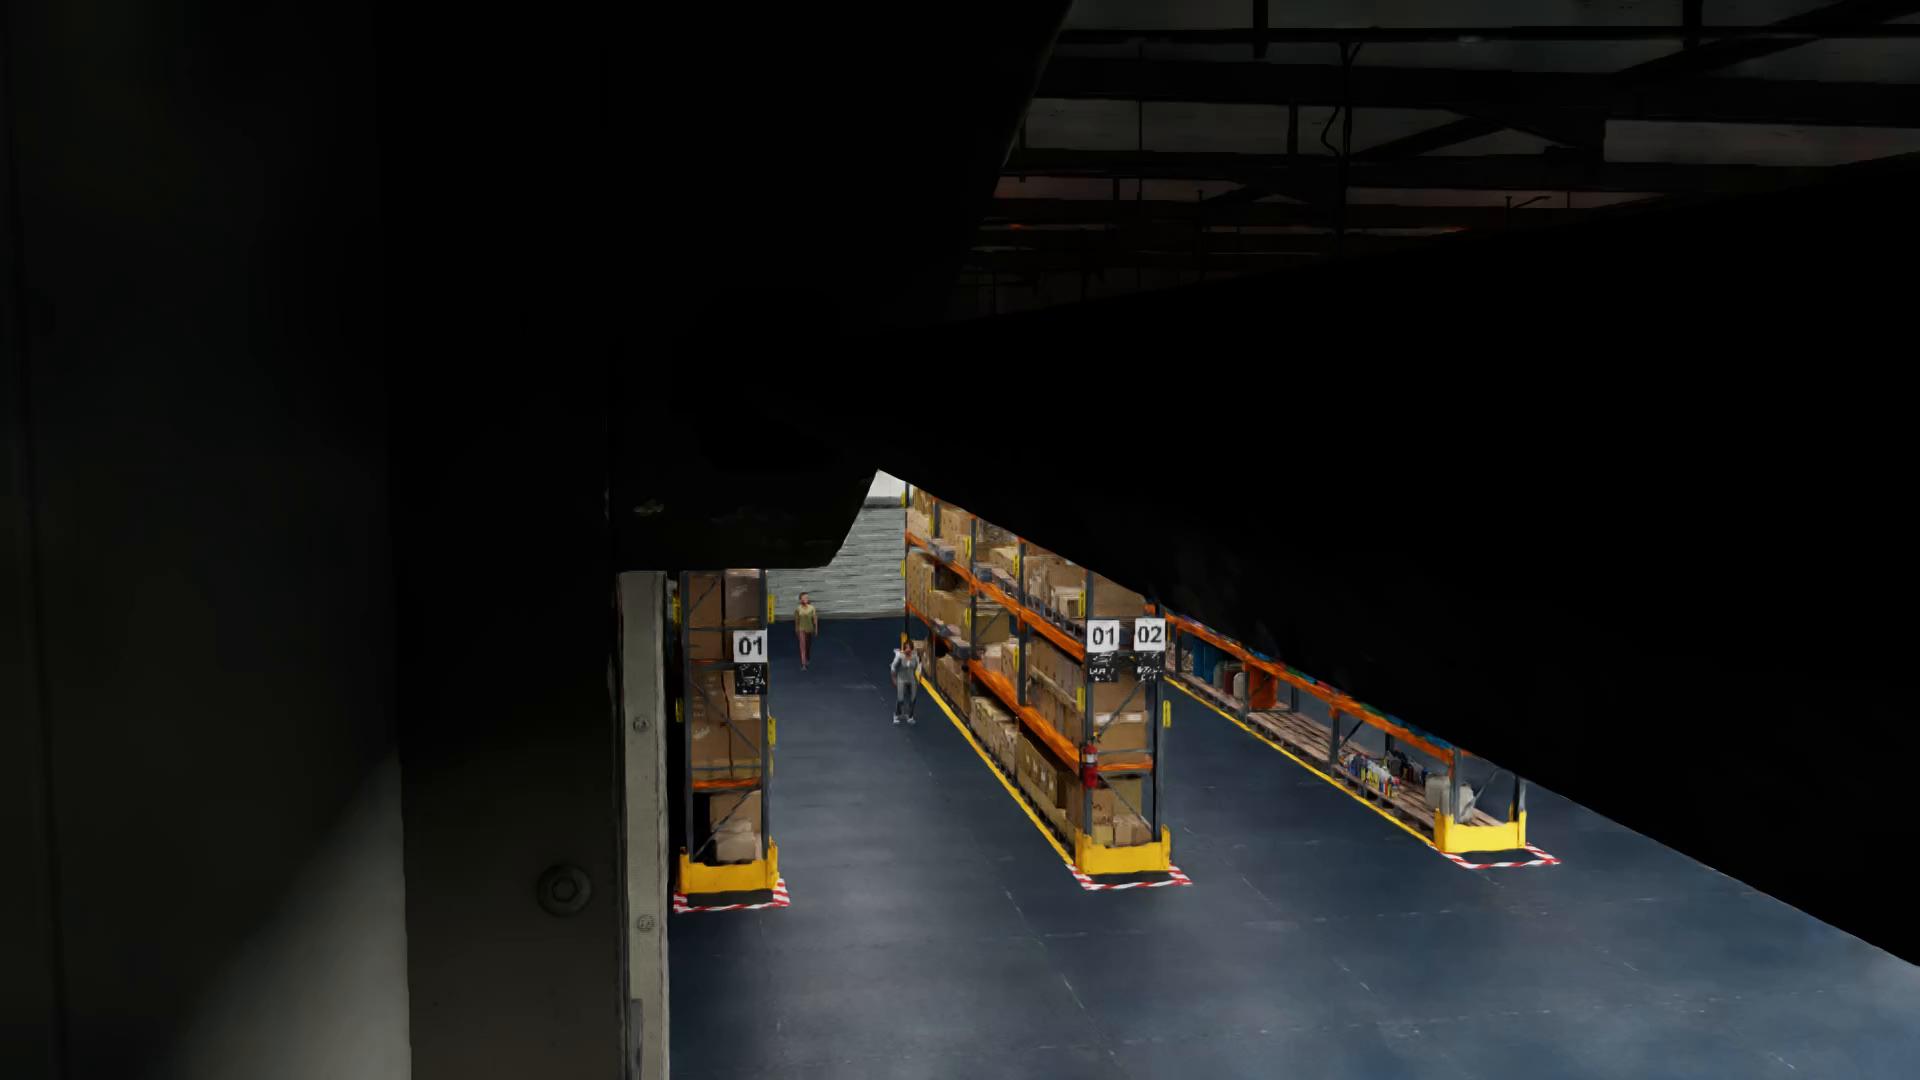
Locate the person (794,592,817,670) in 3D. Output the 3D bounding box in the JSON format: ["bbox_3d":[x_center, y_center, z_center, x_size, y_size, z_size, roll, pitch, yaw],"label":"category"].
[{"bbox_3d":[-3.244,1.890,35.064,0.458,1.612,1.019,-1,6,-11],"label":"person"}]

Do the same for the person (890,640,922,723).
[{"bbox_3d":[-0.956,2.510,29.548,0.566,1.541,0.519,-1,6,-12],"label":"person"}]
